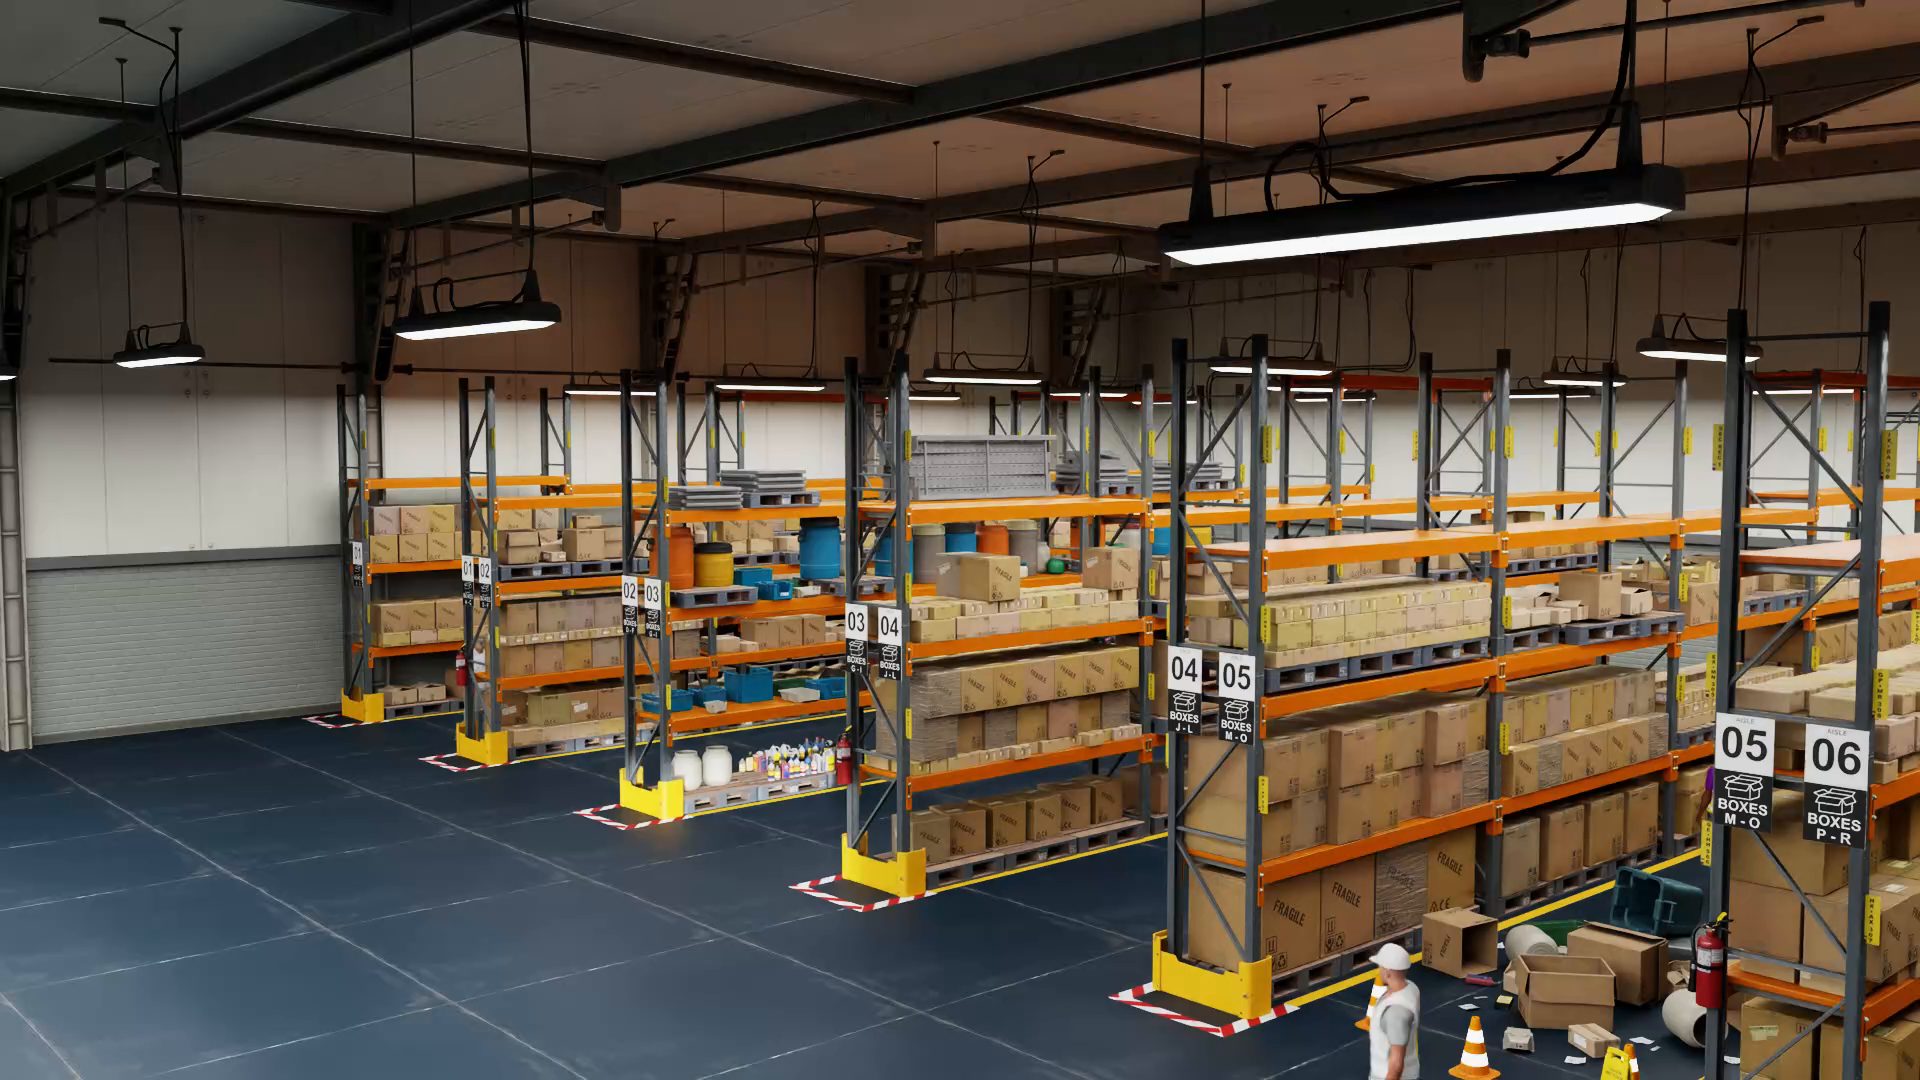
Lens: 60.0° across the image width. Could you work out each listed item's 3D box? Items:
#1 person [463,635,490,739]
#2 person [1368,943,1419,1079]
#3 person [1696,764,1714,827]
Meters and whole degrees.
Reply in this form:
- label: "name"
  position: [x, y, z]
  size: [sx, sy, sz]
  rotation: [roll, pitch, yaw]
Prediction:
- label: "person"
  position: [-8.038, 2.502, 27.845]
  size: [0.598, 1.857, 0.401]
  rotation: [-3, 5, -39]
- label: "person"
  position: [2.862, 3.540, 10.963]
  size: [0.490, 1.790, 0.626]
  rotation: [1, 4, 9]
- label: "person"
  position: [8.587, 3.061, 18.671]
  size: [0.623, 1.766, 0.503]
  rotation: [1, 4, 9]
